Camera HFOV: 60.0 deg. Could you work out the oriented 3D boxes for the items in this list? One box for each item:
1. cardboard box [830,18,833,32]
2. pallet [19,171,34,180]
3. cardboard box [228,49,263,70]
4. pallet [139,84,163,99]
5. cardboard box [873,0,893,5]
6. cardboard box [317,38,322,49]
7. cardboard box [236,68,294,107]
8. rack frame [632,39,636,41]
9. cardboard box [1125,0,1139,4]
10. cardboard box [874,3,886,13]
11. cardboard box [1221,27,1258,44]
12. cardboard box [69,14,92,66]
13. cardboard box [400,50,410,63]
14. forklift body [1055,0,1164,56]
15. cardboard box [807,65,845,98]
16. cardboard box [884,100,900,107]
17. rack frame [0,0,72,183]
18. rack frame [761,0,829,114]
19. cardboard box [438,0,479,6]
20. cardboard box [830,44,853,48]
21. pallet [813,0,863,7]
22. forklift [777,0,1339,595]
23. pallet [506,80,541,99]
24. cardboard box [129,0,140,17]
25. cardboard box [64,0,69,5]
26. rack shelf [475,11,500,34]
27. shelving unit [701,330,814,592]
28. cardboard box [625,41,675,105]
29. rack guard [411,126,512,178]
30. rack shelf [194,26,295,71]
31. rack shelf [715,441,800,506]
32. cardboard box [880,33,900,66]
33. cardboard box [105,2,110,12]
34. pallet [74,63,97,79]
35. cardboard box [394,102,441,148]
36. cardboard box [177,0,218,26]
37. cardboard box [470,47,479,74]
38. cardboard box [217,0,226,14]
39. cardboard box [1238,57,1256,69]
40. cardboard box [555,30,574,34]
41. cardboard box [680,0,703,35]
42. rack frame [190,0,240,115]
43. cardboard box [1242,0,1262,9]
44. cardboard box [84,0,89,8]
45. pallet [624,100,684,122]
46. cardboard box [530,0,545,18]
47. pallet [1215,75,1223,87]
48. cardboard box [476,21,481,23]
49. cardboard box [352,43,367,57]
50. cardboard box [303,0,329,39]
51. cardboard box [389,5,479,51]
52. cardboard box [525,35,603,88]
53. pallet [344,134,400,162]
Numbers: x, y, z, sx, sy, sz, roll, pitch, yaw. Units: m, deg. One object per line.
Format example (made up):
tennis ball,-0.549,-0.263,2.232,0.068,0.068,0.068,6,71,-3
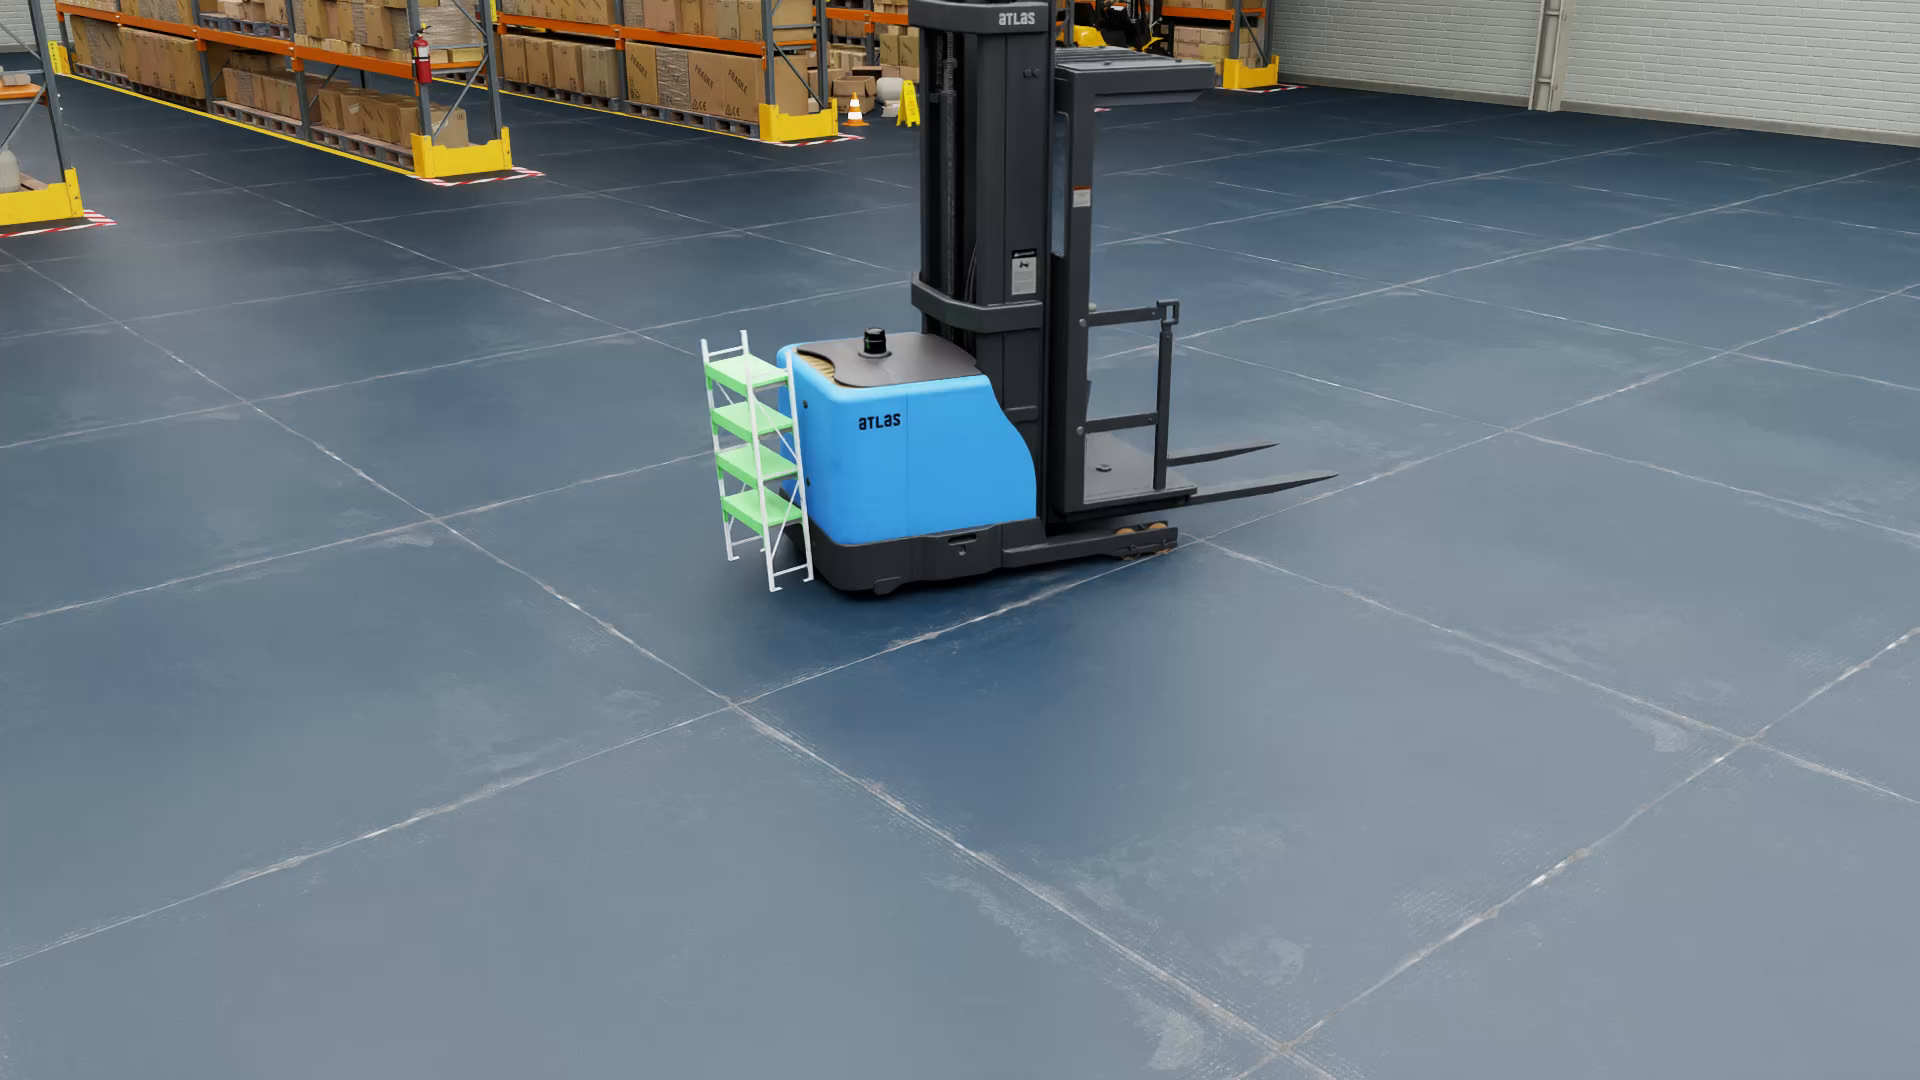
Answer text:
cardboard box,-2.931,-11.993,38.602,0.500,0.311,0.500,-16,27,-36
pallet,-11.267,-4.048,19.030,1.003,0.211,1.213,-17,27,-37
cardboard box,-10.873,-7.376,25.498,0.500,0.250,0.500,-16,27,-35
pallet,-13.383,-7.775,28.545,1.003,0.211,1.213,-17,27,-37
cardboard box,-1.139,-9.415,28.363,0.500,0.500,0.500,-18,27,-38
cardboard box,-8.302,-6.609,22.089,0.380,0.149,0.250,-17,27,-37
cardboard box,-10.509,-6.874,25.245,0.500,0.500,0.700,20,29,41
rack frame,-6.437,-11.628,34.559,1.000,3.000,0.127,-17,27,-37
cardboard box,3.319,-10.182,30.731,0.500,0.500,0.500,-18,28,-38
cardboard box,-1.252,-9.137,28.544,0.380,0.149,0.250,-18,27,-38
cardboard box,4.984,-9.054,29.810,0.500,0.250,0.500,-18,28,-38
cardboard box,-16.077,-9.422,31.265,0.875,0.875,0.875,-17,27,-37
cardboard box,-6.616,-5.935,20.369,0.380,0.149,0.250,-17,27,-37
forklift body,2.534,-9.189,29.497,2.313,2.155,1.214,-17,27,-37
cardboard box,-2.285,-7.352,26.879,0.797,0.637,0.503,-17,27,-37
cardboard box,-0.989,-6.866,26.310,0.380,0.149,0.250,-4,22,-10
rack frame,-9.863,-4.774,17.060,1.000,3.000,0.127,-17,27,-37
rack frame,-2.288,-7.106,23.014,1.000,3.000,0.127,-17,27,-37
cardboard box,-6.264,-6.821,20.369,0.500,0.500,0.500,-17,27,-37
cardboard box,-2.486,-8.923,30.681,0.950,0.372,0.625,-16,27,-36
pallet,-2.502,-9.896,30.400,1.003,0.211,1.213,-17,27,-37
forklift,0.604,-1.425,8.604,3.031,2.935,1.130,-9,23,-21
pallet,-7.052,-7.782,28.564,1.003,0.211,1.213,-17,27,-37
cardboard box,-13.504,-8.990,27.687,0.500,0.500,0.500,-17,27,-37
cardboard box,-16.238,-9.939,30.591,0.380,0.149,0.250,-18,28,-39
rack shelf,-8.815,-9.534,30.199,1.077,0.370,4.000,-17,27,-37
shelving unit,-1.012,-0.397,8.329,0.258,1.200,0.503,-17,27,-28
cardboard box,-4.541,-7.227,25.660,0.875,0.875,0.875,-17,27,-37
rack guard,-6.161,-4.810,20.580,1.175,0.500,0.348,-17,27,-37
rack shelf,-10.028,-7.276,24.434,1.077,0.370,4.000,-17,27,-37
rack shelf,-1.008,-0.338,8.355,0.258,0.148,0.480,-17,27,-28
cardboard box,-1.034,-8.455,28.623,0.500,0.500,0.500,-16,26,-35
cardboard box,-14.560,-9.229,28.779,0.380,0.149,0.250,-17,27,-36
pallet,-15.974,-8.873,31.349,1.003,0.211,1.213,-17,27,-37
cardboard box,-6.922,-5.318,21.301,0.500,0.500,0.500,-10,23,-24
cardboard box,-11.843,-8.287,25.893,0.500,0.500,0.500,-16,27,-36
cardboard box,-8.473,-8.612,29.710,0.500,0.500,0.500,-16,27,-35
cardboard box,-10.950,-8.266,25.262,0.500,0.500,0.500,18,28,39
cardboard box,4.982,-8.593,30.004,0.500,0.250,0.500,-17,27,-37
cardboard box,-8.541,-11.577,37.366,0.875,0.438,0.875,-19,28,-39
cardboard box,-3.587,-7.736,24.416,0.875,0.550,0.500,-17,27,-37
rack frame,-11.333,-8.164,25.714,1.000,3.000,0.127,-17,27,-37
cardboard box,5.041,-9.745,29.613,0.500,0.500,0.500,-16,27,-36
cardboard box,-15.396,-9.583,29.684,0.380,0.149,0.250,-17,27,-37
pallet,-4.462,-6.684,25.760,1.003,0.211,1.213,-17,27,-37
cardboard box,-6.758,-8.895,27.445,0.500,0.500,0.500,-17,27,-37
pallet,4.623,-8.398,30.136,1.003,0.211,1.213,-17,27,-37
cardboard box,-9.118,-9.512,30.979,0.500,0.250,0.500,-16,26,-35
cardboard box,-7.512,-6.255,21.186,0.380,0.149,0.250,-17,27,-37
cardboard box,-8.176,-6.958,22.091,0.875,0.500,0.500,-17,27,-37
cardboard box,-6.449,-6.297,20.403,0.875,0.500,0.500,-17,27,-37
cardboard box,-6.607,-8.034,27.892,1.050,0.750,0.750,-17,27,-37
pallet,-7.456,-5.246,22.087,1.003,0.211,1.213,-17,27,-37
